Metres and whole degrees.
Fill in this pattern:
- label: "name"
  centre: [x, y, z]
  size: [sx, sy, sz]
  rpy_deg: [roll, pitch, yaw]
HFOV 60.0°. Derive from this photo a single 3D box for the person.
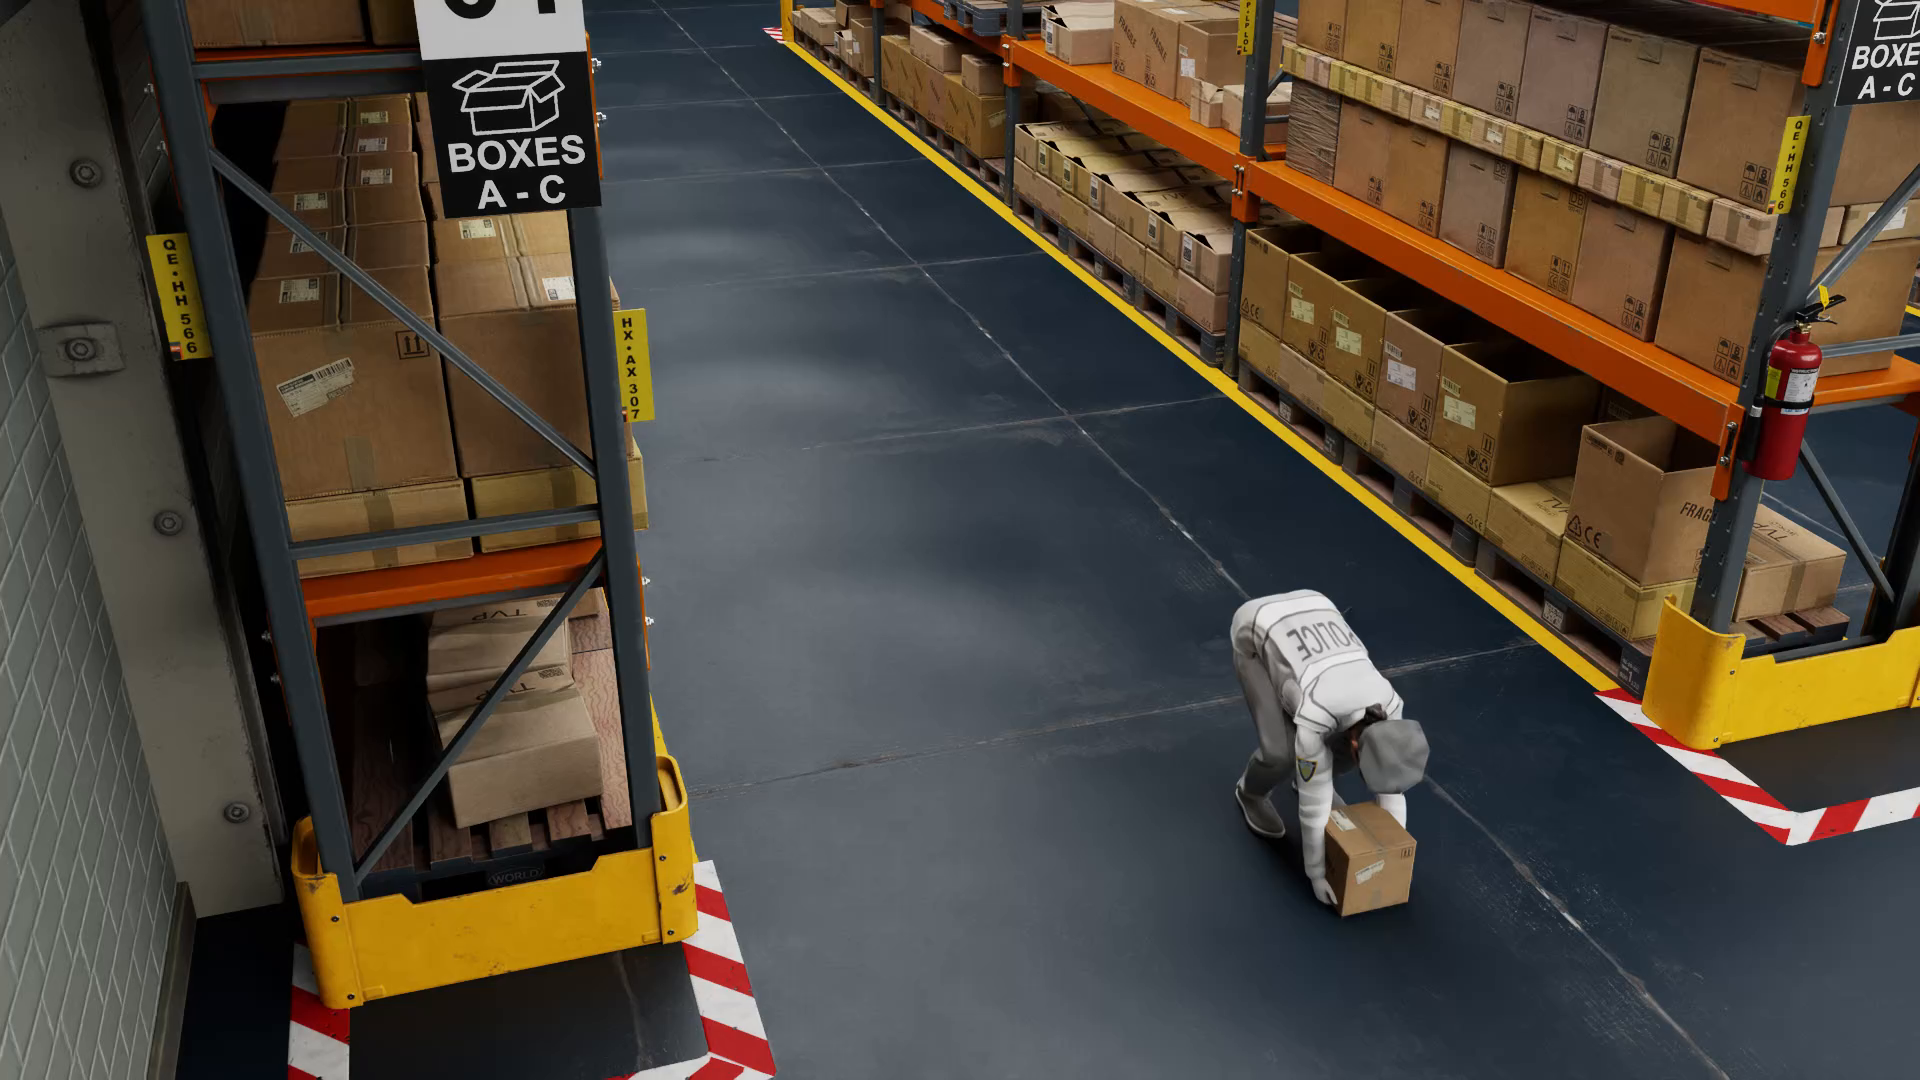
- label: "person"
  centre: [1.245, 0.680, 5.692]
  size: [0.467, 0.842, 0.889]
  rpy_deg: [-9, 28, -18]
